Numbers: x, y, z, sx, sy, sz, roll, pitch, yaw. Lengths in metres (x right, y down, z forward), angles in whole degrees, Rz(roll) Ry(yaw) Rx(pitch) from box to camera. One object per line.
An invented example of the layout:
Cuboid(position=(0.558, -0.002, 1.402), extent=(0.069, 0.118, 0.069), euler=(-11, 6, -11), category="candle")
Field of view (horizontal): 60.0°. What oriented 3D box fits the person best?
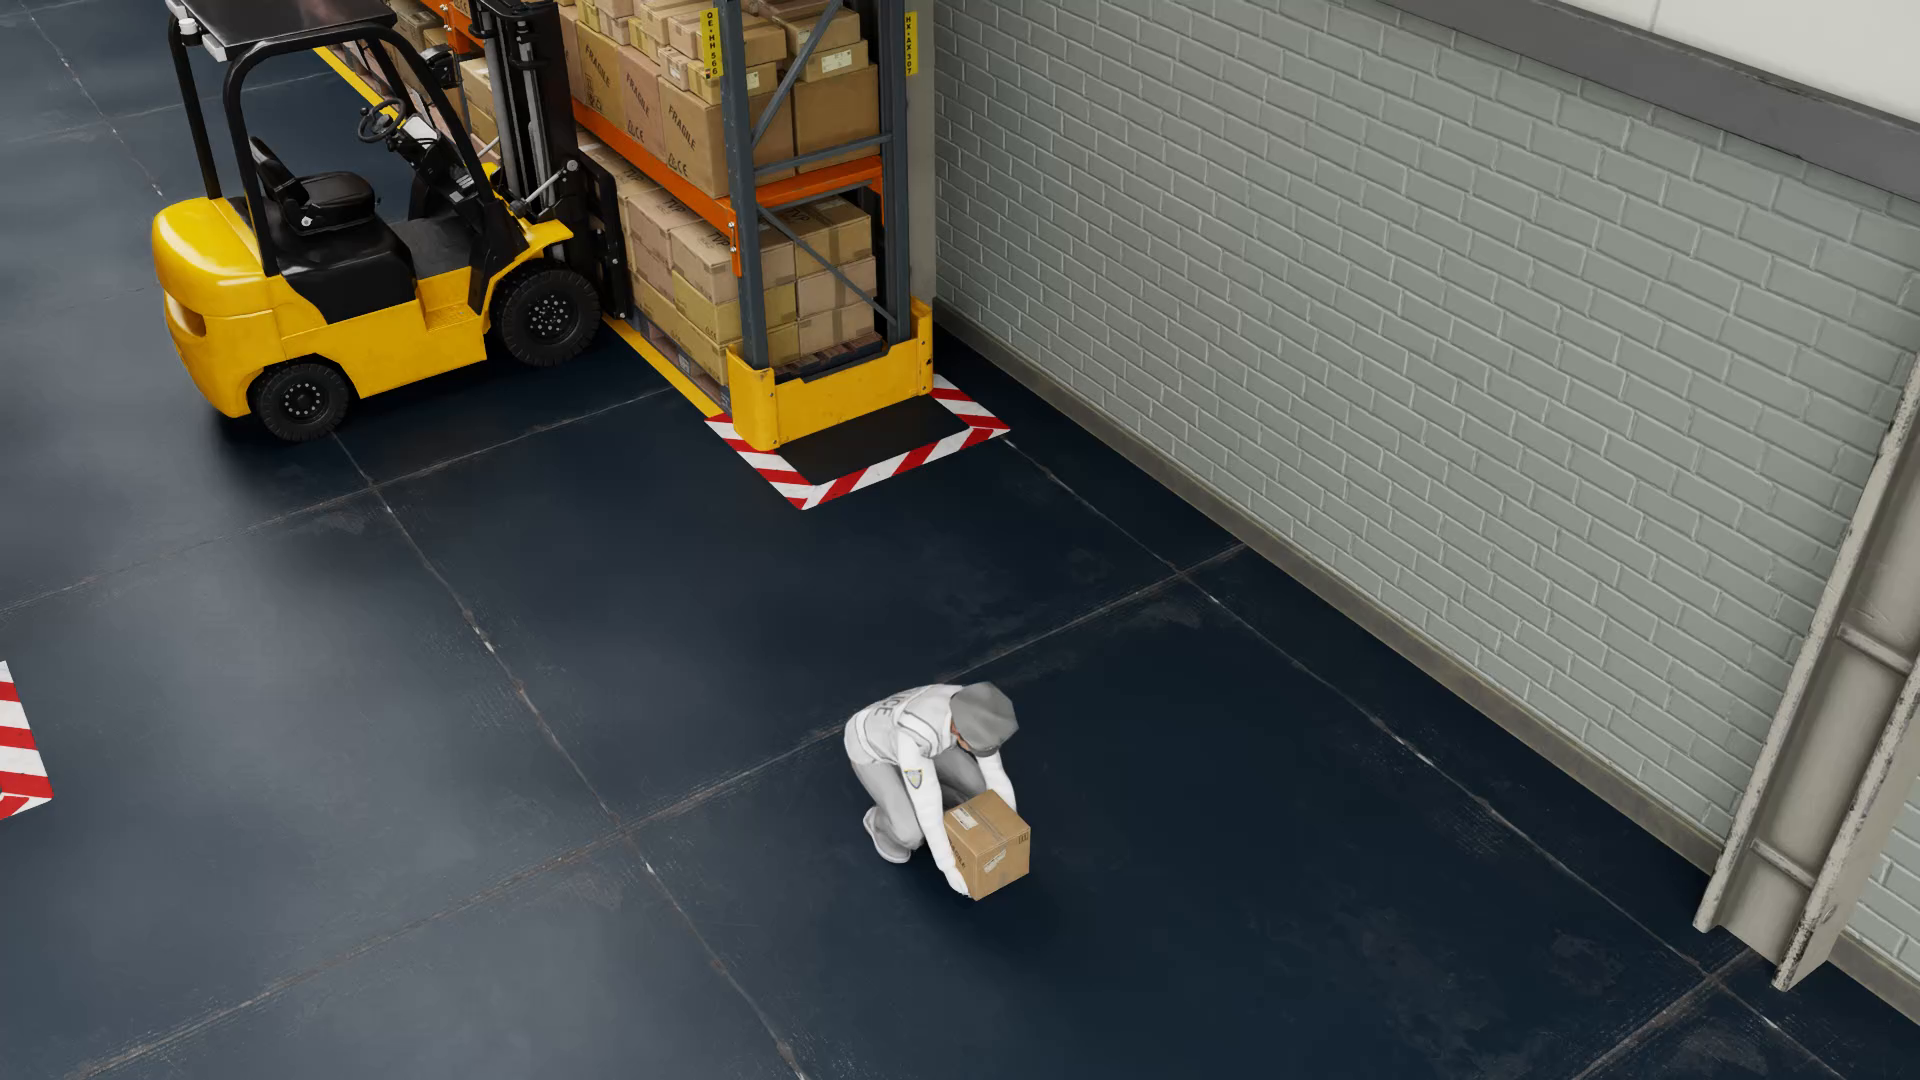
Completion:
Cuboid(position=(-0.098, 0.867, 6.423), extent=(0.471, 0.976, 0.844), euler=(-24, 43, -28), category="person")
